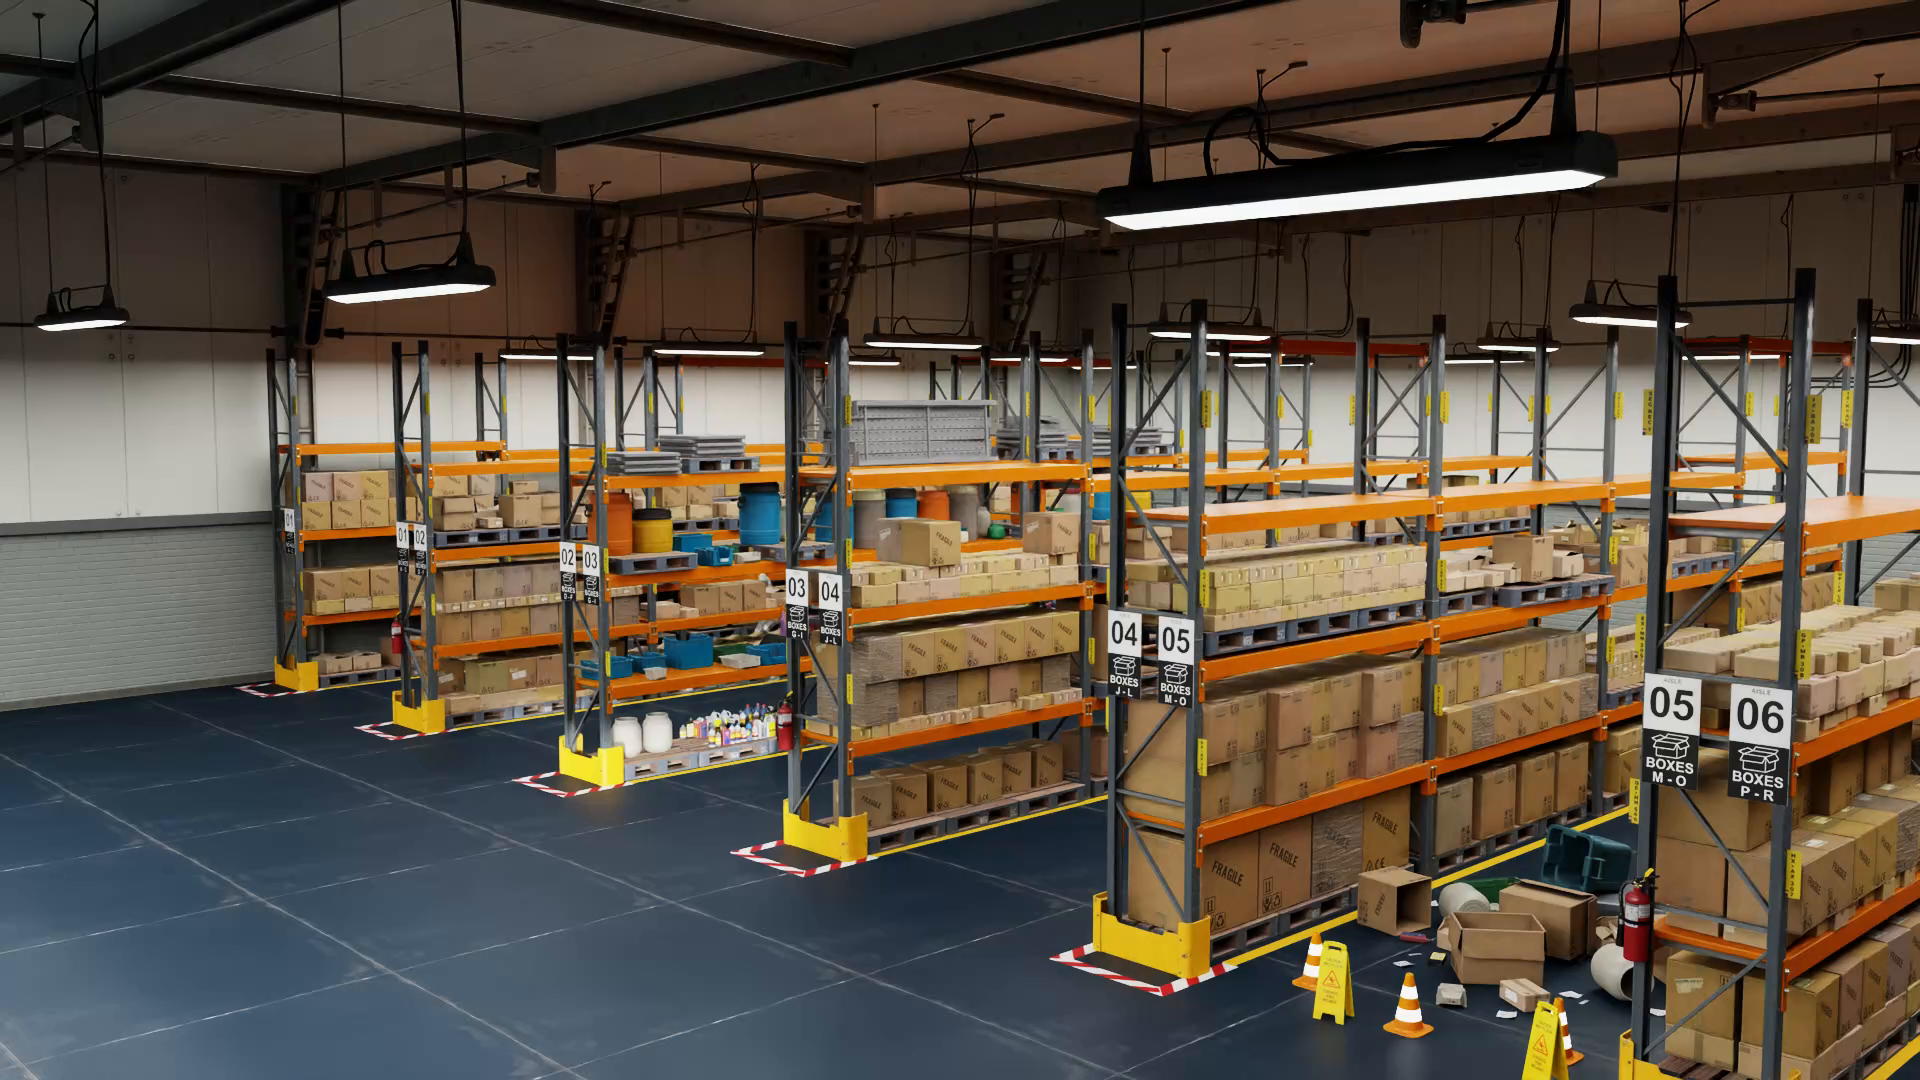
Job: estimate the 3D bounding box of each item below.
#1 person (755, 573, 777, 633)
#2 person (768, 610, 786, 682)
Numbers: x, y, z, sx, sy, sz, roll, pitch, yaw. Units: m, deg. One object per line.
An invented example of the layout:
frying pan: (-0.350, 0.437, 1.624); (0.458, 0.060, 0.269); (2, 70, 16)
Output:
person: (-4.036, 1.306, 34.127); (0.468, 1.764, 0.543); (-2, 6, -27)
person: (-2.983, 1.712, 28.584); (0.445, 1.463, 0.744); (2, 5, 22)
